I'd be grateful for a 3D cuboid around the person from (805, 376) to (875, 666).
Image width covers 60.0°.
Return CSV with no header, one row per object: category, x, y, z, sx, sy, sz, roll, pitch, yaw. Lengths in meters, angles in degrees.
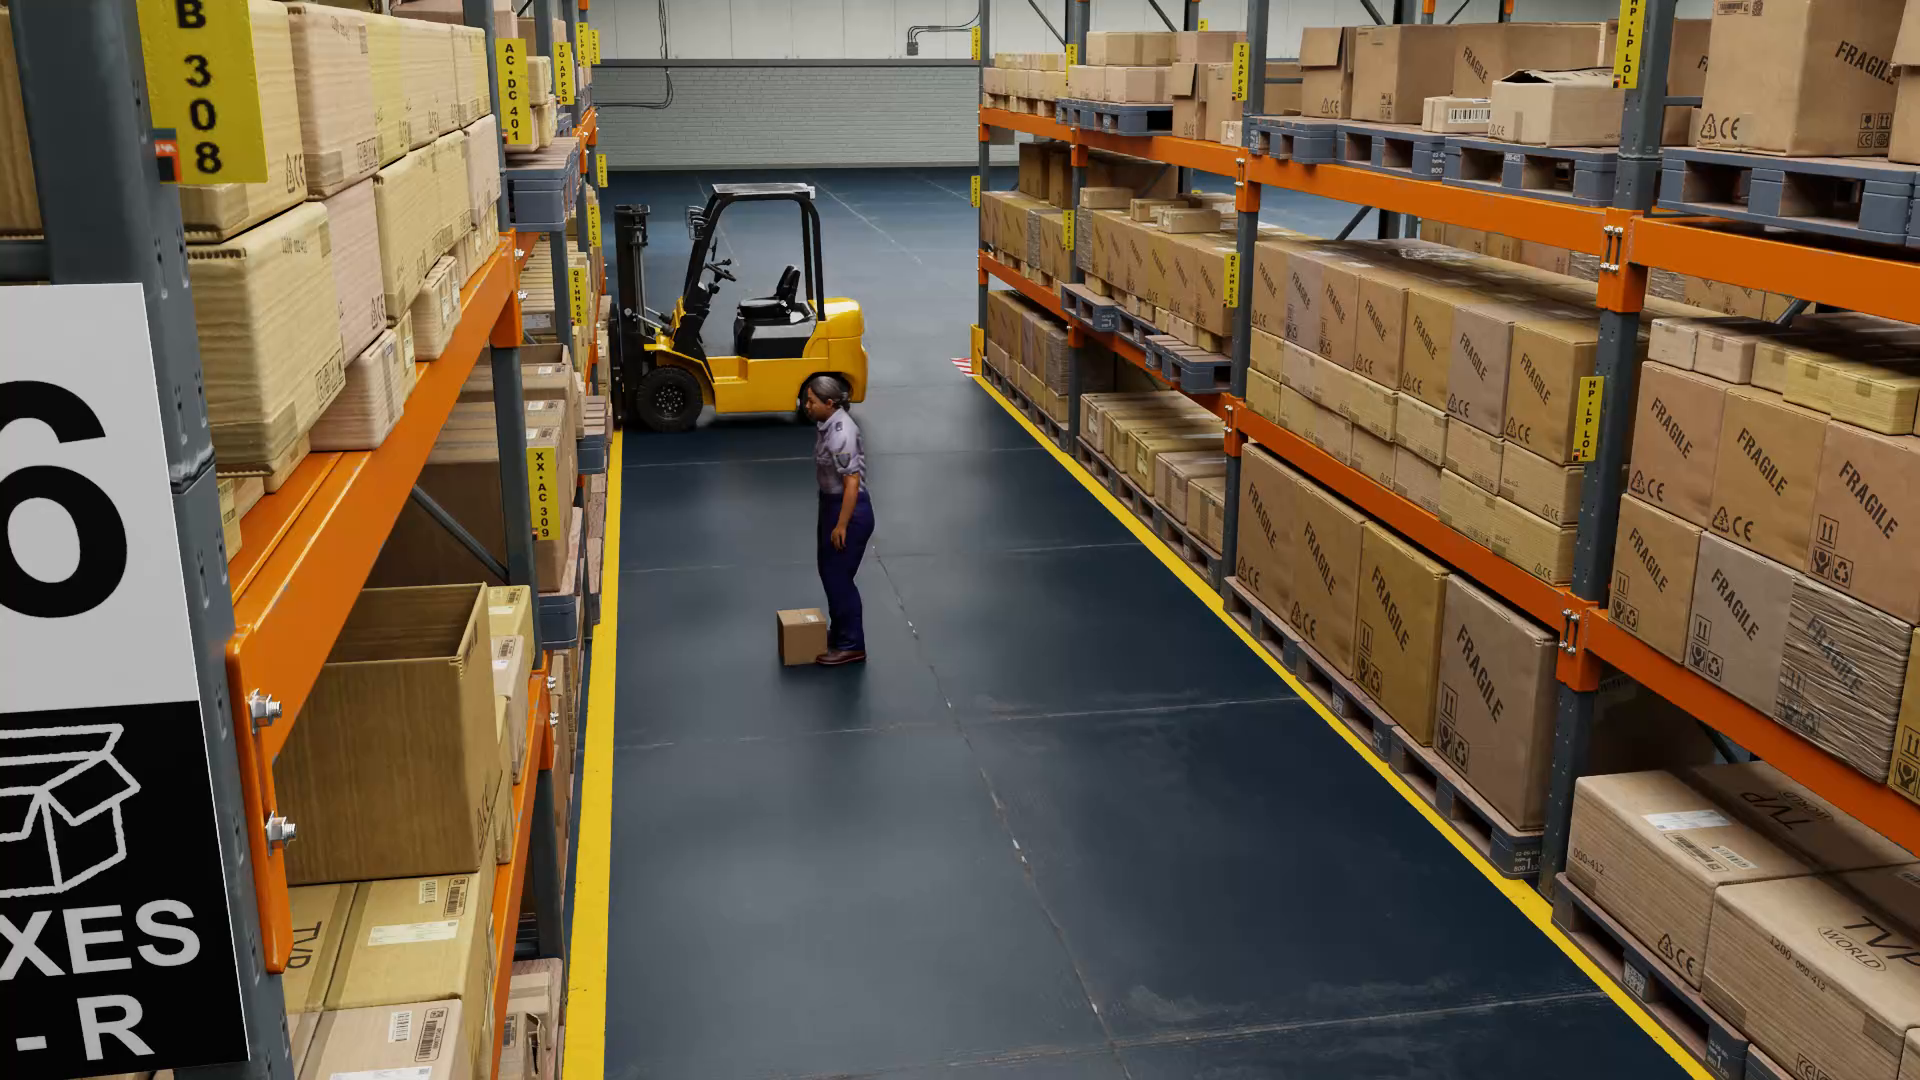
person,-0.684,-0.129,9.486,0.367,1.651,0.550,-3,17,-11
